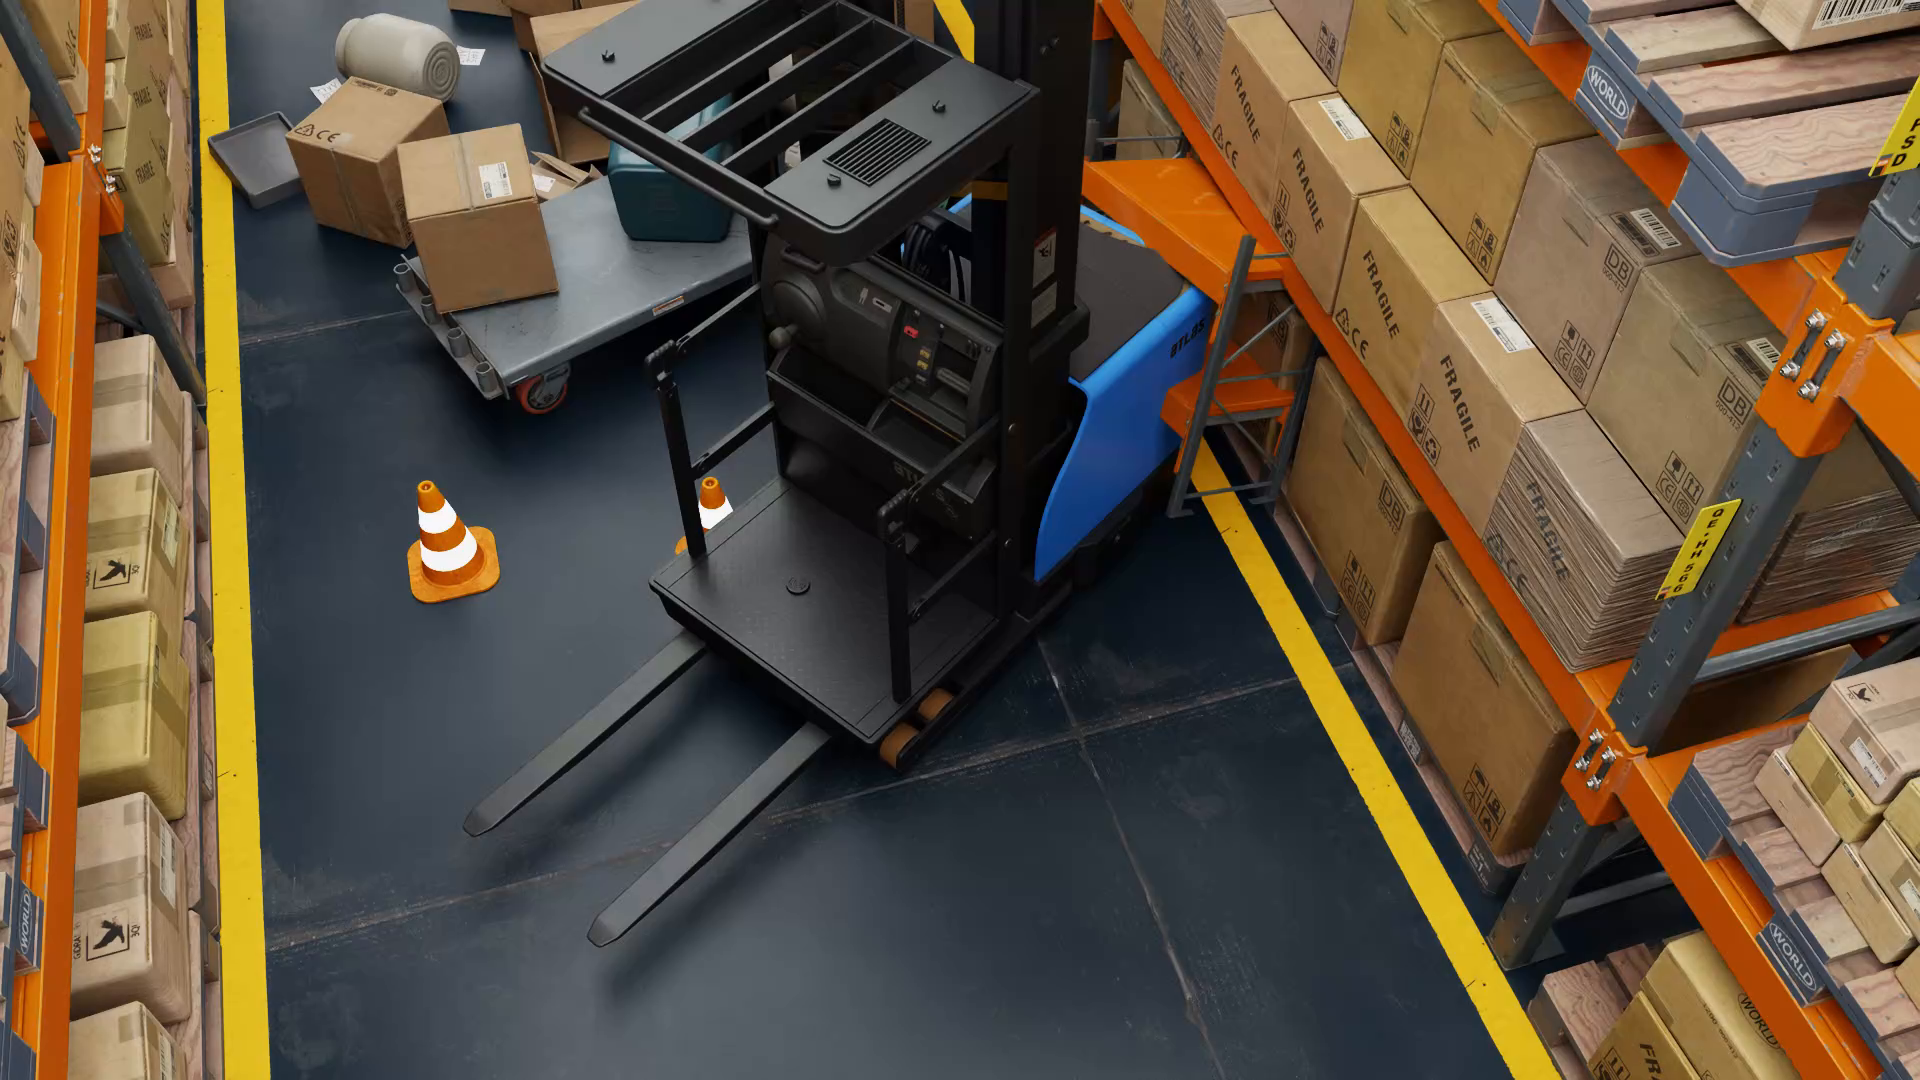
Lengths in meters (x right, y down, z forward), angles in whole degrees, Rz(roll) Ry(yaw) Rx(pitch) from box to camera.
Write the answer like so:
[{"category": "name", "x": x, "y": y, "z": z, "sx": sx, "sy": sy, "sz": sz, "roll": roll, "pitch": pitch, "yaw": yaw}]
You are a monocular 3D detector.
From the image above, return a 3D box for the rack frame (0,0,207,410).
[{"category": "rack frame", "x": -3.669, "y": -1.457, "z": 5.806, "sx": 1.000, "sy": 3.000, "sz": 0.127, "roll": -13, "pitch": 51, "yaw": -11}]

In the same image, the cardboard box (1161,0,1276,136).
[{"category": "cardboard box", "x": 1.079, "y": -1.869, "z": 6.088, "sx": 0.500, "sy": 0.500, "sz": 0.500, "roll": -13, "pitch": 51, "yaw": -11}]

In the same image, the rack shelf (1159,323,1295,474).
[{"category": "rack shelf", "x": 0.805, "y": -0.666, "z": 6.457, "sx": 0.538, "sy": 0.278, "sz": 1.000, "roll": -9, "pitch": 38, "yaw": -28}]

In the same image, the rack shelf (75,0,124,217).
[{"category": "rack shelf", "x": -4.260, "y": -2.686, "z": 7.313, "sx": 1.077, "sy": 0.370, "sz": 4.000, "roll": -13, "pitch": 51, "yaw": -11}]

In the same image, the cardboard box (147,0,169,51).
[{"category": "cardboard box", "x": -4.065, "y": -2.593, "z": 7.797, "sx": 0.500, "sy": 0.500, "sz": 0.500, "roll": -14, "pitch": 51, "yaw": -12}]

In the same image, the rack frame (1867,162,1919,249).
[{"category": "rack frame", "x": 2.213, "y": -1.662, "z": 2.055, "sx": 1.000, "sy": 3.000, "sz": 0.127, "roll": -13, "pitch": 51, "yaw": -11}]

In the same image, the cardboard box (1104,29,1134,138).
[{"category": "cardboard box", "x": 0.911, "y": -2.576, "z": 7.864, "sx": 0.875, "sy": 0.875, "sz": 0.875, "roll": -13, "pitch": 51, "yaw": -10}]

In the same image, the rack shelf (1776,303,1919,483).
[{"category": "rack shelf", "x": 2.805, "y": 0.997, "z": 2.246, "sx": 1.077, "sy": 0.370, "sz": 4.000, "roll": -13, "pitch": 51, "yaw": -11}]

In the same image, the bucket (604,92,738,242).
[{"category": "bucket", "x": -1.212, "y": -1.663, "z": 7.127, "sx": 0.726, "sy": 0.611, "sz": 0.620, "roll": 2, "pitch": 60, "yaw": 2}]

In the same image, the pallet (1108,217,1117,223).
[{"category": "pallet", "x": 1.330, "y": -1.205, "z": 7.417, "sx": 1.003, "sy": 0.211, "sz": 1.213, "roll": -13, "pitch": 51, "yaw": -11}]

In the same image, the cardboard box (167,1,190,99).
[{"category": "cardboard box", "x": -4.050, "y": -2.337, "z": 8.072, "sx": 0.500, "sy": 0.250, "sz": 0.500, "roll": -15, "pitch": 51, "yaw": -12}]

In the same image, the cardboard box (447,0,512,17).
[{"category": "cardboard box", "x": -2.534, "y": -2.960, "z": 8.938, "sx": 0.380, "sy": 0.149, "sz": 0.250, "roll": 10, "pitch": 51, "yaw": 8}]

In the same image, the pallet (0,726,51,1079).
[{"category": "pallet", "x": -2.798, "y": 1.030, "z": 3.835, "sx": 1.213, "sy": 0.211, "sz": 1.003, "roll": -13, "pitch": 51, "yaw": -11}]

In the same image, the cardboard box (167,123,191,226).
[{"category": "cardboard box", "x": -3.754, "y": -1.586, "z": 7.438, "sx": 0.500, "sy": 0.250, "sz": 0.500, "roll": -11, "pitch": 51, "yaw": -9}]

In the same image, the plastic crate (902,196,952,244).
[{"category": "plastic crate", "x": -0.273, "y": -1.593, "z": 7.722, "sx": 0.450, "sy": 0.188, "sz": 0.662, "roll": 16, "pitch": 51, "yaw": 0}]

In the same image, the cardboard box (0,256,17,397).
[{"category": "cardboard box", "x": -3.018, "y": -0.695, "z": 4.629, "sx": 0.500, "sy": 0.500, "sz": 0.500, "roll": -12, "pitch": 51, "yaw": -10}]

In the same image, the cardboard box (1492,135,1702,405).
[{"category": "cardboard box", "x": 1.939, "y": -0.783, "z": 4.518, "sx": 0.700, "sy": 0.500, "sz": 0.500, "roll": -14, "pitch": 51, "yaw": -12}]

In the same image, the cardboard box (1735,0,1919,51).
[{"category": "cardboard box", "x": 1.826, "y": -1.176, "z": 3.420, "sx": 0.380, "sy": 0.166, "sz": 0.250, "roll": -13, "pitch": 51, "yaw": -11}]

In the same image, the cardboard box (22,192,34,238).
[{"category": "cardboard box", "x": -3.192, "y": -1.002, "z": 5.312, "sx": 0.380, "sy": 0.149, "sz": 0.250, "roll": -15, "pitch": 51, "yaw": -12}]

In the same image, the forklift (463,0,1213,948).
[{"category": "forklift", "x": -0.403, "y": -0.551, "z": 5.145, "sx": 1.129, "sy": 2.843, "sz": 3.031, "roll": 33, "pitch": 57, "yaw": 25}]

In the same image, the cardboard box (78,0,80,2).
[{"category": "cardboard box", "x": -3.727, "y": -2.227, "z": 6.620, "sx": 0.380, "sy": 0.149, "sz": 0.250, "roll": -12, "pitch": 51, "yaw": -10}]

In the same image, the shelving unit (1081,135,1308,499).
[{"category": "shelving unit", "x": 0.844, "y": -0.867, "z": 6.323, "sx": 0.538, "sy": 0.981, "sz": 1.030, "roll": -9, "pitch": 38, "yaw": -28}]

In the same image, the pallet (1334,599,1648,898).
[{"category": "pallet", "x": 2.052, "y": 0.577, "z": 5.915, "sx": 1.003, "sy": 0.211, "sz": 1.213, "roll": -13, "pitch": 51, "yaw": -11}]

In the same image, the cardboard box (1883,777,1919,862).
[{"category": "cardboard box", "x": 2.247, "y": 0.602, "z": 3.571, "sx": 0.380, "sy": 0.149, "sz": 0.250, "roll": -15, "pitch": 51, "yaw": -12}]

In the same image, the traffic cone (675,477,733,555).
[{"category": "traffic cone", "x": -0.923, "y": -0.065, "z": 6.292, "sx": 0.336, "sy": 0.463, "sz": 0.334, "roll": -13, "pitch": 51, "yaw": -11}]

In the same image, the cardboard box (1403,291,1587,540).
[{"category": "cardboard box", "x": 1.677, "y": -0.394, "z": 4.844, "sx": 0.500, "sy": 0.500, "sz": 0.500, "roll": -13, "pitch": 51, "yaw": -11}]

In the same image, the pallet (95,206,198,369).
[{"category": "pallet", "x": -3.901, "y": -1.041, "z": 7.279, "sx": 1.003, "sy": 0.211, "sz": 1.213, "roll": -13, "pitch": 51, "yaw": -11}]

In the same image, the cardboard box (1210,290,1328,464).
[{"category": "cardboard box", "x": 1.581, "y": -0.922, "z": 6.552, "sx": 1.050, "sy": 0.750, "sz": 0.750, "roll": -13, "pitch": 51, "yaw": -11}]

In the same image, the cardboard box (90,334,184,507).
[{"category": "cardboard box", "x": -3.511, "y": -0.363, "z": 6.328, "sx": 0.950, "sy": 0.372, "sz": 0.625, "roll": -13, "pitch": 51, "yaw": -11}]

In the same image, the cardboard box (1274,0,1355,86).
[{"category": "cardboard box", "x": 1.486, "y": -1.899, "z": 5.459, "sx": 0.700, "sy": 0.500, "sz": 0.500, "roll": -13, "pitch": 51, "yaw": -11}]

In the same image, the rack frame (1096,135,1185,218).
[{"category": "rack frame", "x": 0.609, "y": -1.148, "z": 6.675, "sx": 0.475, "sy": 0.981, "sz": 0.013, "roll": -9, "pitch": 38, "yaw": -28}]

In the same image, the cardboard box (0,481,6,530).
[{"category": "cardboard box", "x": -2.836, "y": -0.061, "z": 4.519, "sx": 0.380, "sy": 0.149, "sz": 0.250, "roll": -12, "pitch": 51, "yaw": -10}]

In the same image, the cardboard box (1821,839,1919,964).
[{"category": "cardboard box", "x": 2.232, "y": 0.785, "z": 3.805, "sx": 0.380, "sy": 0.149, "sz": 0.250, "roll": -11, "pitch": 51, "yaw": -9}]

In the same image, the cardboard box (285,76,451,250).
[{"category": "cardboard box", "x": -2.686, "y": -1.743, "z": 7.680, "sx": 0.500, "sy": 0.500, "sz": 0.500, "roll": 18, "pitch": 52, "yaw": 14}]

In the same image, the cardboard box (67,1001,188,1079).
[{"category": "cardboard box", "x": -2.643, "y": 1.761, "z": 4.537, "sx": 0.950, "sy": 0.372, "sz": 0.625, "roll": -16, "pitch": 52, "yaw": -13}]

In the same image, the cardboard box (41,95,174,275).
[{"category": "cardboard box", "x": -3.585, "y": -1.440, "z": 6.825, "sx": 0.500, "sy": 0.500, "sz": 0.500, "roll": -11, "pitch": 51, "yaw": -9}]
